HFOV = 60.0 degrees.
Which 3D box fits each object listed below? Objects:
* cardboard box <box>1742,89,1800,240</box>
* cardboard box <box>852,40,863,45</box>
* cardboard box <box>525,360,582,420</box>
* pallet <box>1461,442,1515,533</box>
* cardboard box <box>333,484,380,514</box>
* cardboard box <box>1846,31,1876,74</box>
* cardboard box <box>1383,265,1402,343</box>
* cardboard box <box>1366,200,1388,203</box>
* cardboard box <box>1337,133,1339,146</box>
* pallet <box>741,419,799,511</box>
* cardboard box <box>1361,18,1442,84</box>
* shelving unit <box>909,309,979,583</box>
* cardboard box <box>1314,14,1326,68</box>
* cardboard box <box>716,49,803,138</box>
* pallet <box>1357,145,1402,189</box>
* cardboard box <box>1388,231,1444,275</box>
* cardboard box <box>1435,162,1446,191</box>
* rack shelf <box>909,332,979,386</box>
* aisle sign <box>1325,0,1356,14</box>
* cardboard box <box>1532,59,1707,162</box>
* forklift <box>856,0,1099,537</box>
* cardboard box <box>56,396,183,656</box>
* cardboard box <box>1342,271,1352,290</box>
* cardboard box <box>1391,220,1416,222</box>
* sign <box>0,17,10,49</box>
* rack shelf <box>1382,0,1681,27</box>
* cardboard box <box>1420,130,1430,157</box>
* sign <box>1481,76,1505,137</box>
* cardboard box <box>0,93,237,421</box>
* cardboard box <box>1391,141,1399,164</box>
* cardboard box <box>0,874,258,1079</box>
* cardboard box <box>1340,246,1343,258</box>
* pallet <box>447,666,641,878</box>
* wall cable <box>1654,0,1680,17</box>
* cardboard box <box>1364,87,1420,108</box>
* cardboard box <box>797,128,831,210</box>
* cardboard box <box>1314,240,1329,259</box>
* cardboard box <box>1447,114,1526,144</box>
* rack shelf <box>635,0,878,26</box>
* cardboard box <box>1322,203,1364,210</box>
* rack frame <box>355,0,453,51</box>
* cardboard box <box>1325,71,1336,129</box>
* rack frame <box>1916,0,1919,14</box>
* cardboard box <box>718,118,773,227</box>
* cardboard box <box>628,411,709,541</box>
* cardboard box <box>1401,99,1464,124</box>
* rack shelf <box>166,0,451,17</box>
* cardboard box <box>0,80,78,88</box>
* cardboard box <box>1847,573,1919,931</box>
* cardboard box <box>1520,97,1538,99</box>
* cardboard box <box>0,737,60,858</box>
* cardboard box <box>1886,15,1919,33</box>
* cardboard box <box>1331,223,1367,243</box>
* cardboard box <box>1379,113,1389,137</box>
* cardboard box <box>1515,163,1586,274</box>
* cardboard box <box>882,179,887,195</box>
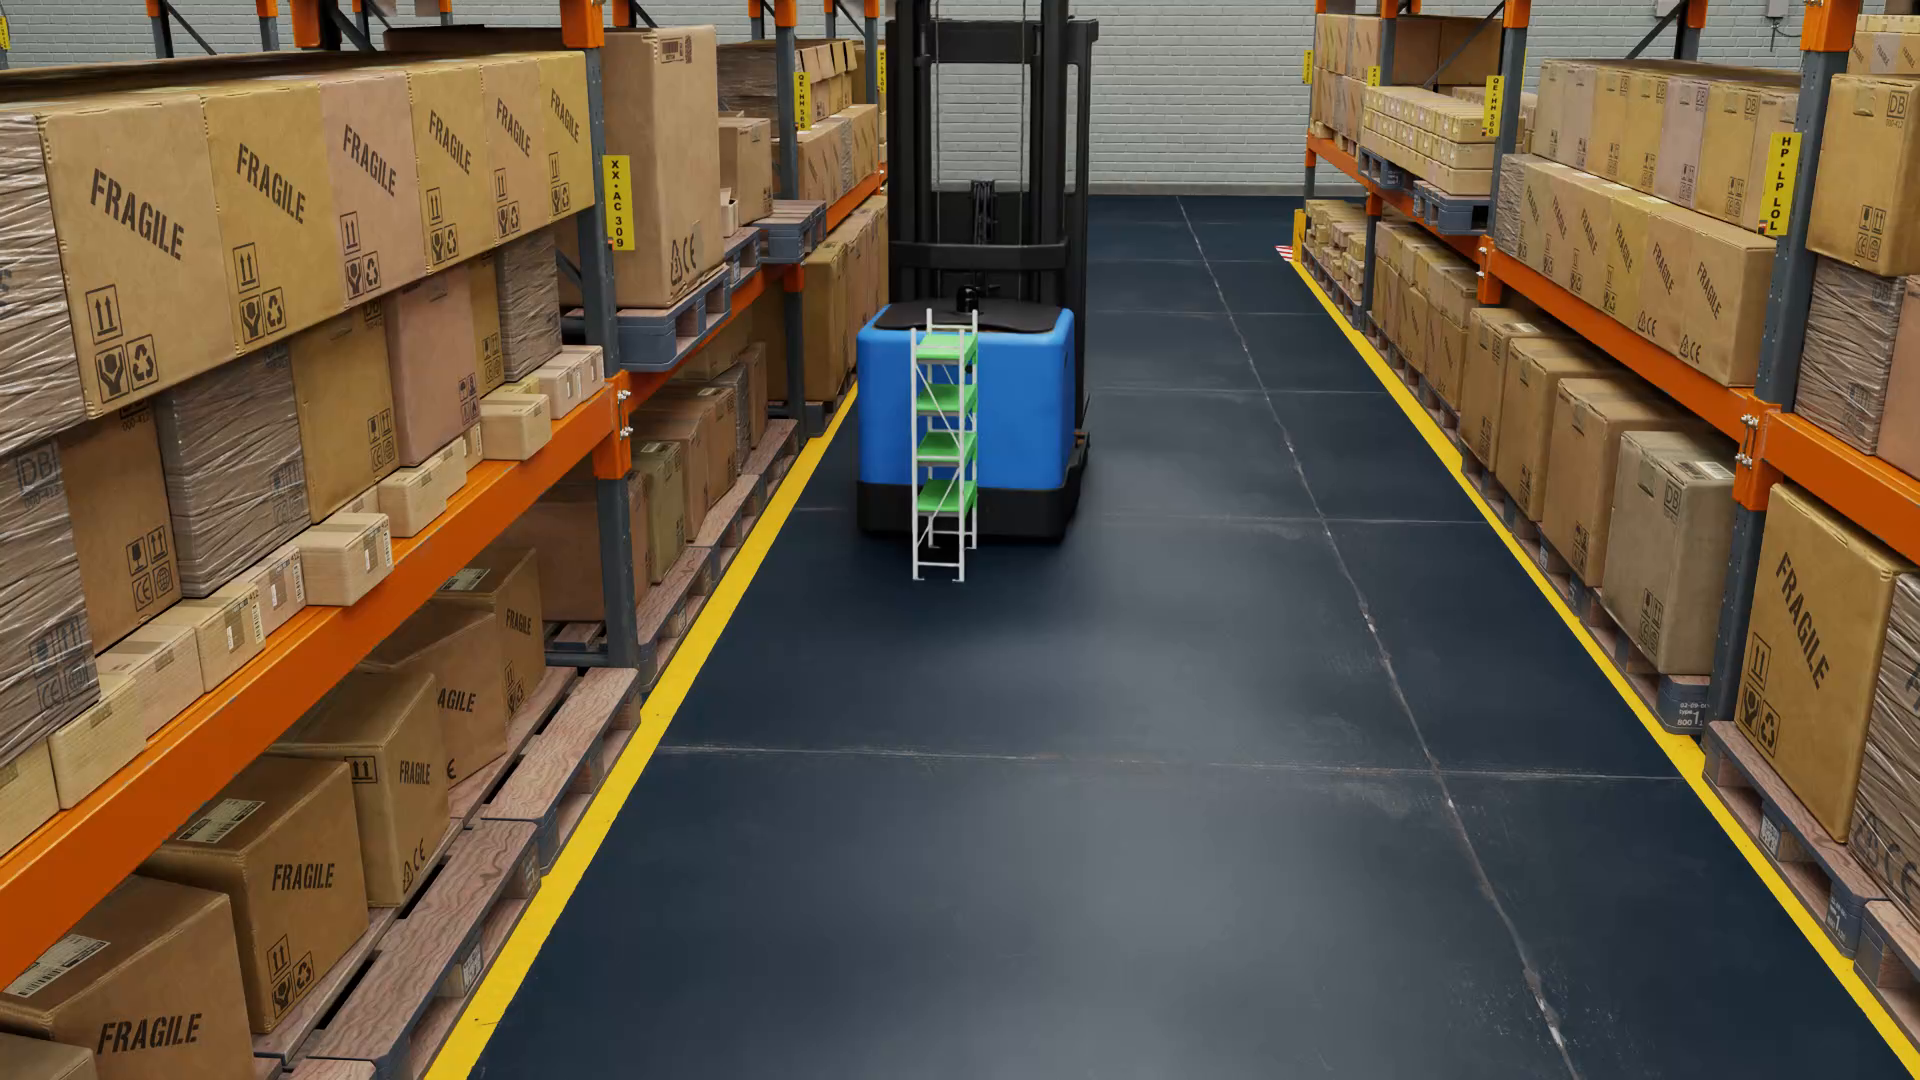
[{"bbox_3d":[3.233,-1.309,5.835,0.700,0.500,0.500,1,18,3],"label":"cardboard box"},{"bbox_3d":[-1.216,-4.629,16.293,0.500,0.500,0.500,1,18,3],"label":"cardboard box"},{"bbox_3d":[-1.486,-0.504,5.548,0.380,0.149,0.250,1,18,4],"label":"cardboard box"},{"bbox_3d":[3.358,-0.306,9.019,1.003,0.211,1.213,1,18,4],"label":"pallet"},{"bbox_3d":[-1.675,-0.040,4.132,0.380,0.149,0.250,1,18,4],"label":"cardboard box"},{"bbox_3d":[8.660,-4.499,15.571,0.500,0.500,0.500,1,18,2],"label":"cardboard box"},{"bbox_3d":[3.423,-1.741,12.258,0.500,0.500,0.500,2,18,6],"label":"cardboard box"},{"bbox_3d":[4.278,-3.317,16.676,0.380,0.149,0.250,1,18,5],"label":"cardboard box"},{"bbox_3d":[3.652,-3.661,15.182,0.380,0.149,0.250,2,18,6],"label":"cardboard box"},{"bbox_3d":[-1.507,-0.449,9.454,1.003,0.211,1.213,1,18,4],"label":"pallet"},{"bbox_3d":[3.541,-3.933,13.364,0.500,0.500,0.500,1,18,2],"label":"cardboard box"},{"bbox_3d":[-0.070,-0.453,7.878,0.258,1.200,0.503,2,18,7],"label":"shelving unit"},{"bbox_3d":[3.767,-4.890,16.284,0.500,0.500,0.500,1,18,4],"label":"cardboard box"},{"bbox_3d":[-1.381,-2.768,10.280,0.797,0.503,0.637,2,18,6],"label":"cardboard box"},{"bbox_3d":[3.577,-2.792,12.433,1.003,0.211,1.213,1,18,4],"label":"pallet"},{"bbox_3d":[3.425,-2.096,12.138,0.500,0.250,0.500,2,18,5],"label":"cardboard box"},{"bbox_3d":[3.087,-2.195,10.034,0.380,0.149,0.250,1,18,4],"label":"cardboard box"},{"bbox_3d":[-0.070,-0.848,7.748,0.258,0.148,0.480,2,18,7],"label":"rack shelf"},{"bbox_3d":[3.770,-5.624,16.594,0.394,0.787,0.004,1,18,4],"label":"aisle sign"},{"bbox_3d":[3.448,-2.258,8.731,0.700,0.500,0.500,1,18,4],"label":"cardboard box"},{"bbox_3d":[0.182,-1.824,9.283,1.130,2.935,3.031,2,18,7],"label":"forklift"},{"bbox_3d":[-2.040,-0.049,3.117,0.875,0.500,0.500,1,18,4],"label":"cardboard box"},{"bbox_3d":[3.522,-2.253,14.387,0.380,0.149,0.250,1,18,2],"label":"cardboard box"},{"bbox_3d":[4.146,-2.832,15.196,0.380,0.149,0.250,1,18,4],"label":"cardboard box"},{"bbox_3d":[-10.205,-5.405,17.735,0.100,0.325,0.005,1,18,4],"label":"sign"},{"bbox_3d":[3.633,-3.579,10.867,1.077,0.370,4.000,1,18,4],"label":"rack shelf"},{"bbox_3d":[3.123,-2.502,10.493,0.380,0.149,0.250,1,18,4],"label":"cardboard box"},{"bbox_3d":[2.948,-2.396,9.187,0.100,0.325,0.005,1,18,4],"label":"sign"},{"bbox_3d":[-1.669,-0.516,2.936,0.500,0.500,0.500,1,18,4],"label":"cardboard box"},{"bbox_3d":[3.202,-2.679,11.512,0.380,0.149,0.250,1,18,3],"label":"cardboard box"},{"bbox_3d":[-1.953,1.076,3.661,0.500,0.500,0.500,6,19,18],"label":"cardboard box"},{"bbox_3d":[3.645,-2.614,15.009,0.380,0.149,0.250,0,18,1],"label":"cardboard box"},{"bbox_3d":[-1.750,0.760,5.764,1.003,0.211,1.213,1,18,4],"label":"pallet"},{"bbox_3d":[9.389,-6.530,21.851,0.585,1.953,0.123,1,18,4],"label":"wall cable"},{"bbox_3d":[3.290,-3.368,12.657,0.380,0.149,0.250,2,18,7],"label":"cardboard box"},{"bbox_3d":[-1.109,-2.369,10.676,0.500,0.500,0.500,1,18,2],"label":"cardboard box"},{"bbox_3d":[3.631,-2.811,16.089,0.380,0.149,0.250,2,18,5],"label":"cardboard box"},{"bbox_3d":[3.068,-2.400,9.704,0.380,0.149,0.250,1,18,2],"label":"cardboard box"},{"bbox_3d":[-1.307,-3.721,11.301,1.077,0.370,4.000,1,18,4],"label":"rack shelf"},{"bbox_3d":[3.787,-3.243,16.452,0.380,0.149,0.250,2,18,5],"label":"cardboard box"},{"bbox_3d":[-5.817,-4.612,17.680,1.000,3.000,0.127,1,18,4],"label":"rack frame"},{"bbox_3d":[3.695,-4.096,15.468,0.500,0.500,0.500,2,18,5],"label":"cardboard box"},{"bbox_3d":[9.008,-4.280,16.668,1.000,3.000,0.127,1,18,4],"label":"rack frame"},{"bbox_3d":[-1.389,-1.920,8.629,0.700,0.500,0.500,4,19,12],"label":"cardboard box"},{"bbox_3d":[-1.579,-0.307,7.851,0.700,0.500,0.500,0,18,-1],"label":"cardboard box"},{"bbox_3d":[3.182,-2.882,11.176,0.380,0.149,0.250,2,18,6],"label":"cardboard box"},{"bbox_3d":[-5.960,-5.074,15.430,1.077,0.370,4.000,1,18,4],"label":"rack shelf"},{"bbox_3d":[-2.162,-0.683,3.446,0.500,0.500,0.500,1,18,4],"label":"cardboard box"},{"bbox_3d":[3.028,0.652,4.355,0.875,0.875,0.875,1,18,4],"label":"cardboard box"},{"bbox_3d":[3.849,-2.946,11.370,0.380,0.149,0.250,0,18,1],"label":"cardboard box"},{"bbox_3d":[-1.728,0.427,2.706,0.380,0.149,0.250,1,18,4],"label":"cardboard box"},{"bbox_3d":[8.659,-4.681,15.083,0.380,0.149,0.250,1,18,4],"label":"cardboard box"},{"bbox_3d":[3.563,-2.767,15.000,0.380,0.149,0.250,1,18,2],"label":"cardboard box"},{"bbox_3d":[3.237,-2.985,11.966,0.380,0.149,0.250,1,18,2],"label":"cardboard box"},{"bbox_3d":[3.155,-1.631,8.422,0.500,0.500,0.500,1,18,3],"label":"cardboard box"},{"bbox_3d":[-1.036,-2.652,14.437,0.875,0.875,0.875,1,18,4],"label":"cardboard box"}]
